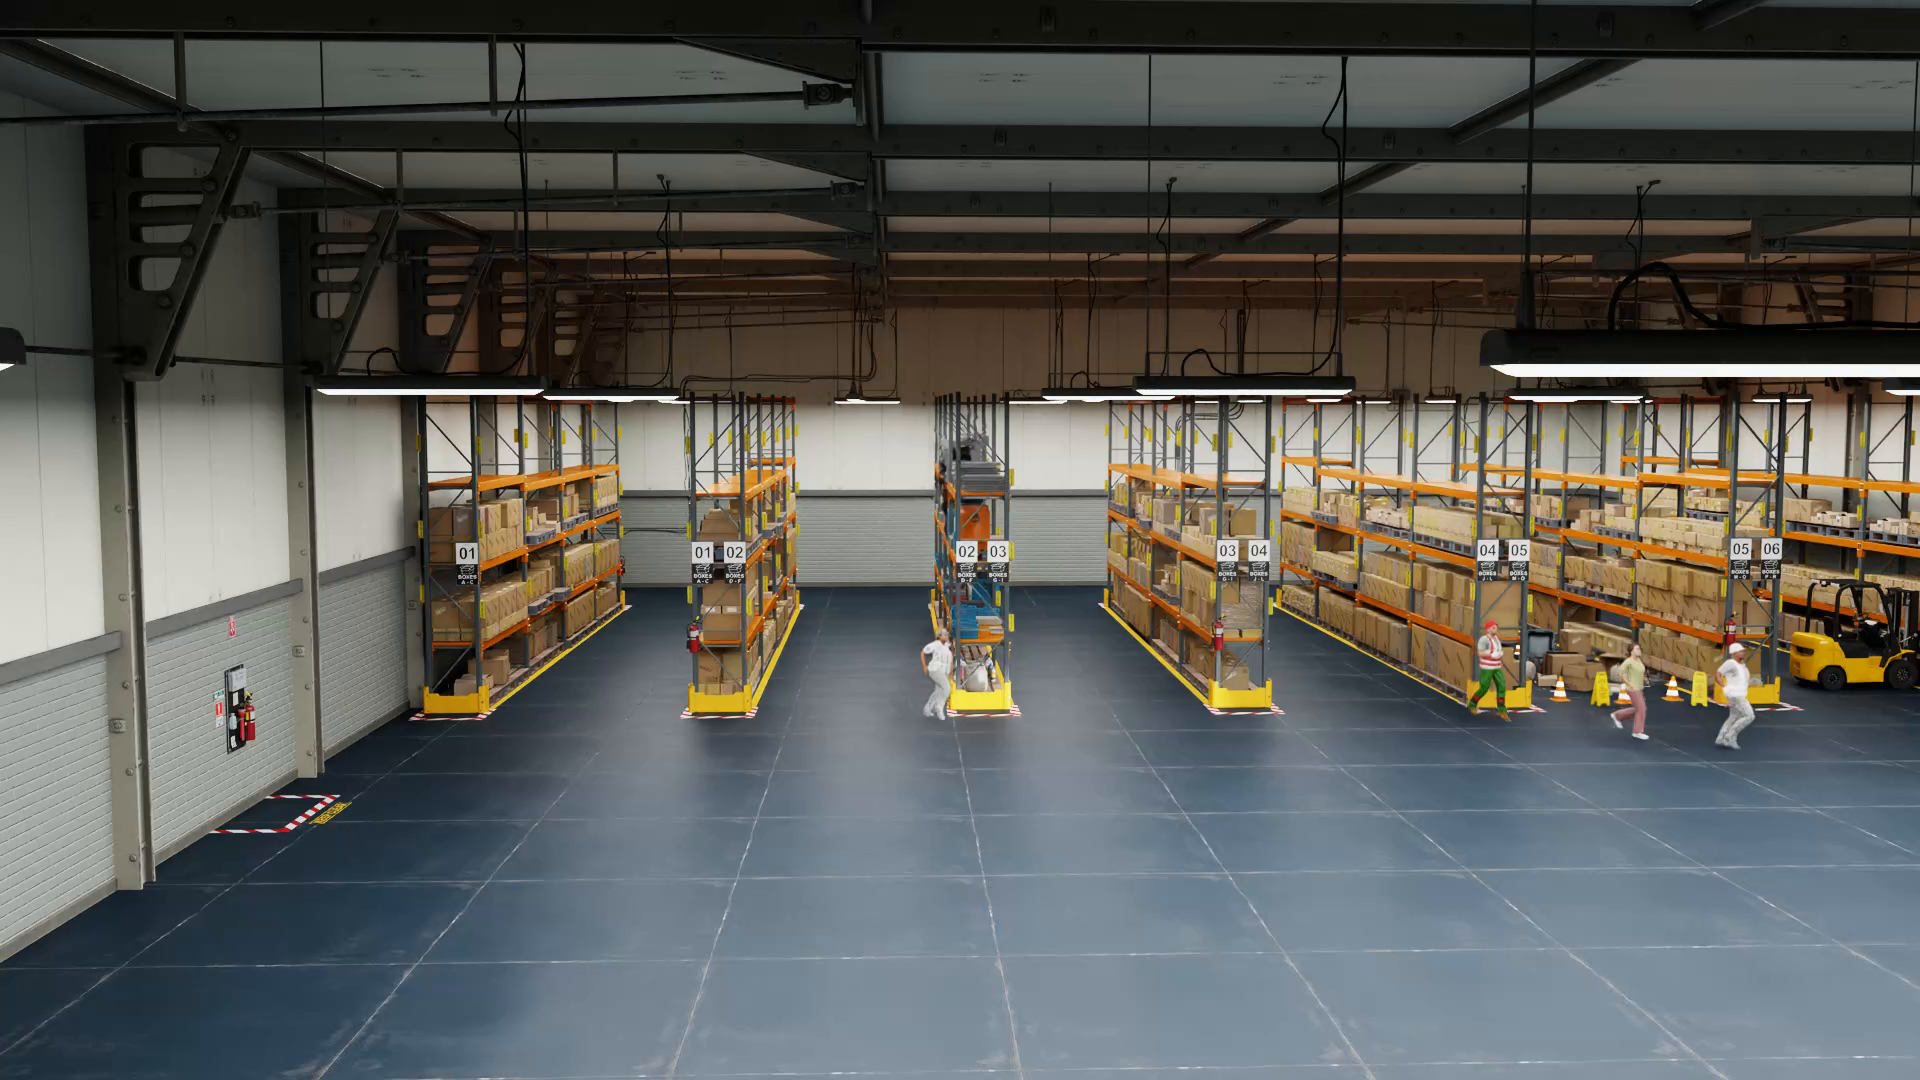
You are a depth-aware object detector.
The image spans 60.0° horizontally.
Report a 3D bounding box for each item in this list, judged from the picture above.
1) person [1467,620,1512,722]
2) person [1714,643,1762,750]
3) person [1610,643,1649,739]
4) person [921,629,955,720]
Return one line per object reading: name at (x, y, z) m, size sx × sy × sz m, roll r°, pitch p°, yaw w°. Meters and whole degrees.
person at (9.695, 2.383, 30.430) m, size 0.652 × 1.840 × 0.825 m, roll -3°, pitch 6°, yaw -35°
person at (13.001, 2.611, 27.759) m, size 0.688 × 1.772 × 0.659 m, roll 3°, pitch 6°, yaw 37°
person at (11.655, 2.600, 28.877) m, size 0.575 × 1.653 × 0.687 m, roll -4°, pitch 6°, yaw -42°
person at (-0.341, 2.449, 30.597) m, size 0.670 × 1.625 × 0.596 m, roll 4°, pitch 6°, yaw 41°
